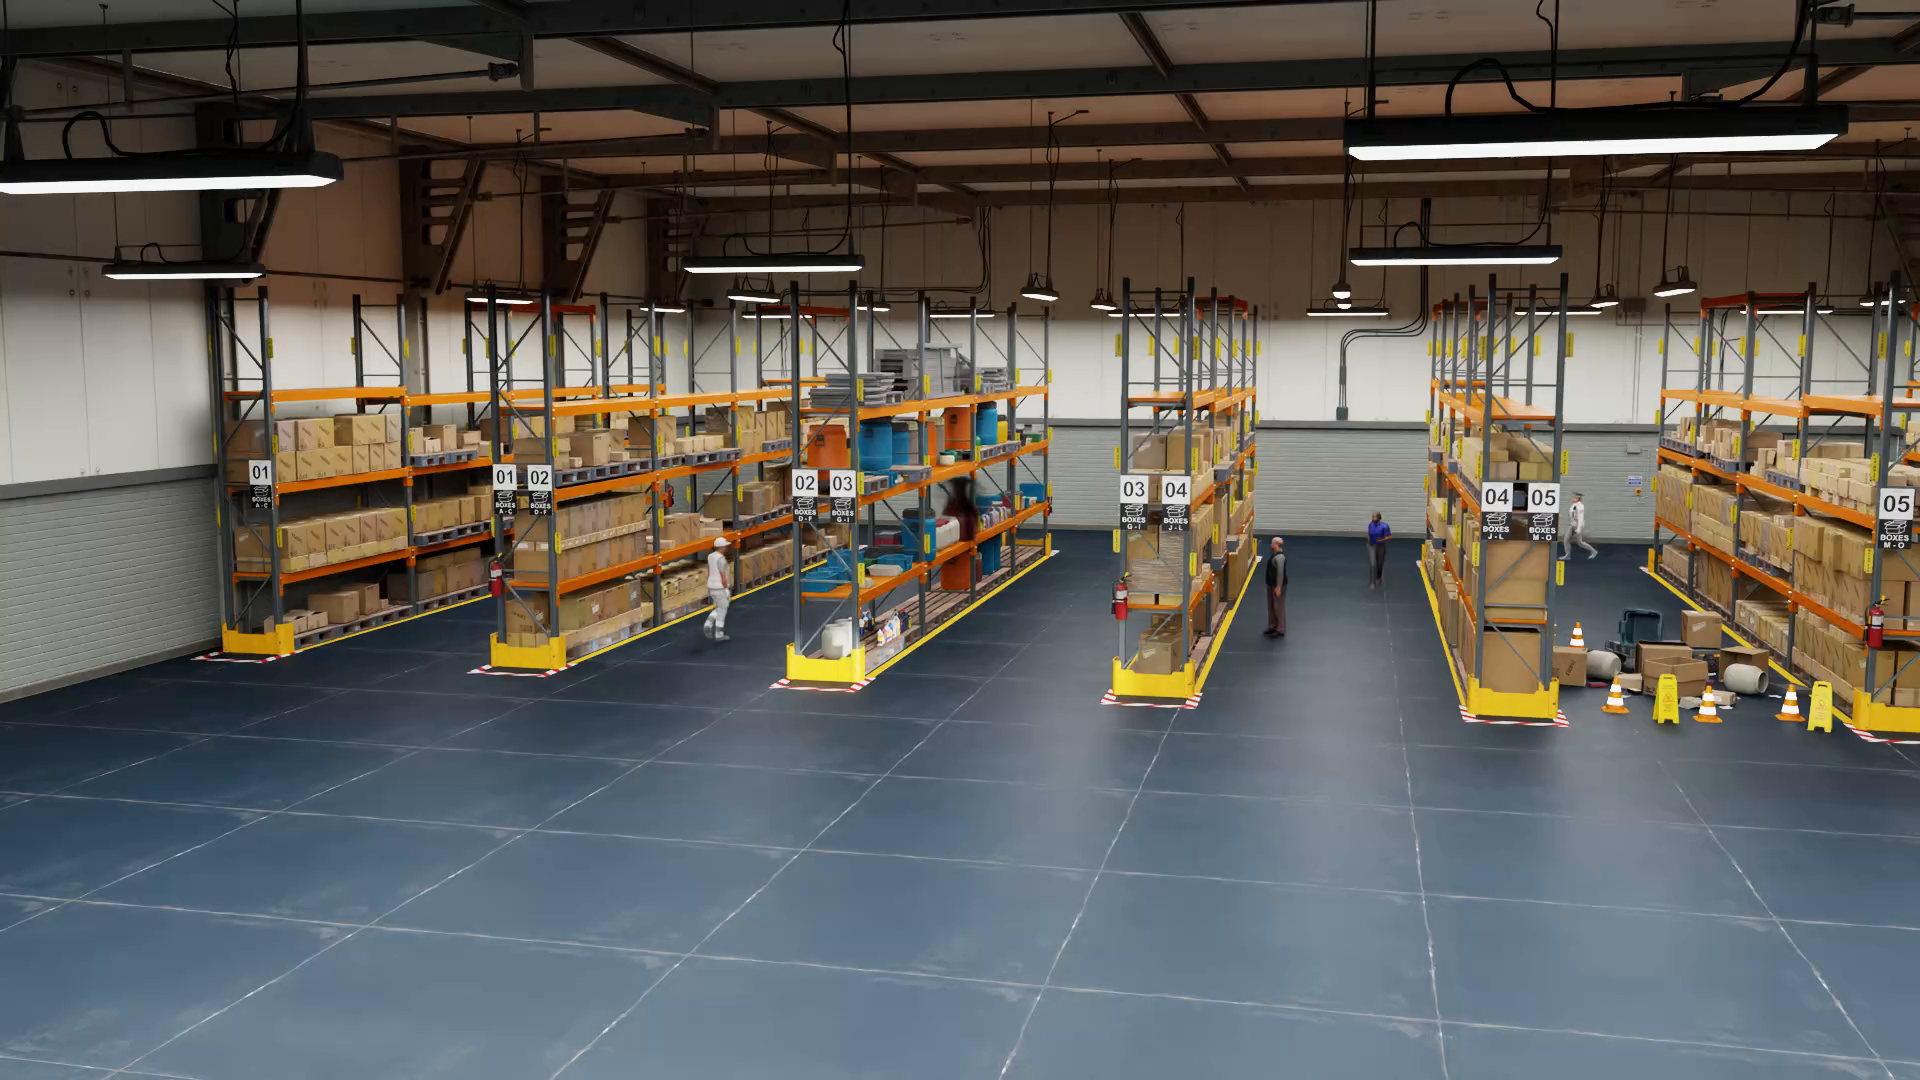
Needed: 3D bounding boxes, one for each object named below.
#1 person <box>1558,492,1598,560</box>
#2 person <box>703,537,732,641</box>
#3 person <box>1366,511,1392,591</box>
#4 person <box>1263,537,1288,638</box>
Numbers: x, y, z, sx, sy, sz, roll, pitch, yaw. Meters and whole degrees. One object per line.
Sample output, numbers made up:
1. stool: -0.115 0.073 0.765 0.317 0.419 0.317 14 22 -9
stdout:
1. person: 14.597 -0.333 39.217 0.865 1.624 0.546 0 7 2
2. person: -4.145 0.839 28.414 0.497 1.783 0.557 -6 9 -42
3. person: 8.702 0.200 34.535 0.528 1.609 1.028 2 7 15
4. person: 5.516 0.817 28.986 0.386 1.723 0.559 -1 7 -12
